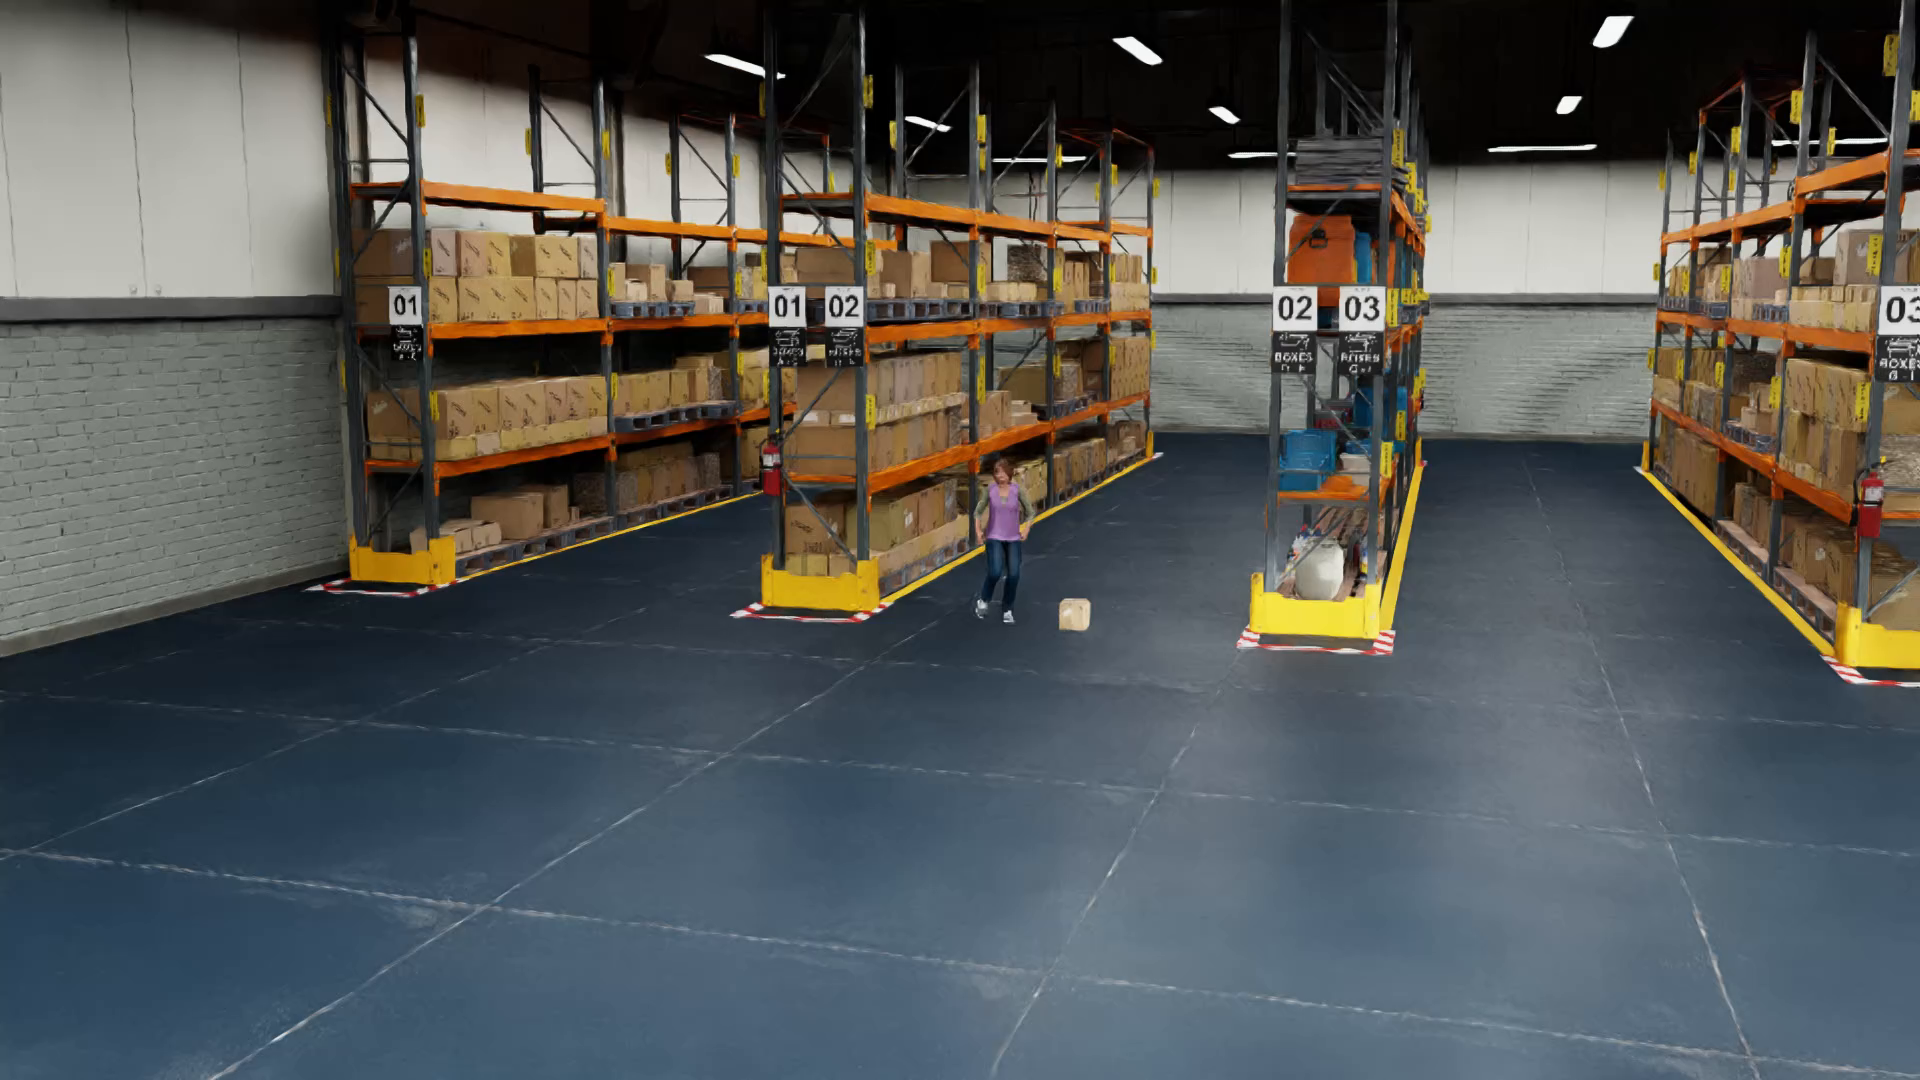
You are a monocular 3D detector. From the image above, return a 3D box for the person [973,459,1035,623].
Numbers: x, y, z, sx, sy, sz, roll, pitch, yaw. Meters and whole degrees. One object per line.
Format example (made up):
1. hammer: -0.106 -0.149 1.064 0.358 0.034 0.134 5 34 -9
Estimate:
1. person: 0.442 0.015 15.899 0.579 1.567 0.442 -1 9 -9
